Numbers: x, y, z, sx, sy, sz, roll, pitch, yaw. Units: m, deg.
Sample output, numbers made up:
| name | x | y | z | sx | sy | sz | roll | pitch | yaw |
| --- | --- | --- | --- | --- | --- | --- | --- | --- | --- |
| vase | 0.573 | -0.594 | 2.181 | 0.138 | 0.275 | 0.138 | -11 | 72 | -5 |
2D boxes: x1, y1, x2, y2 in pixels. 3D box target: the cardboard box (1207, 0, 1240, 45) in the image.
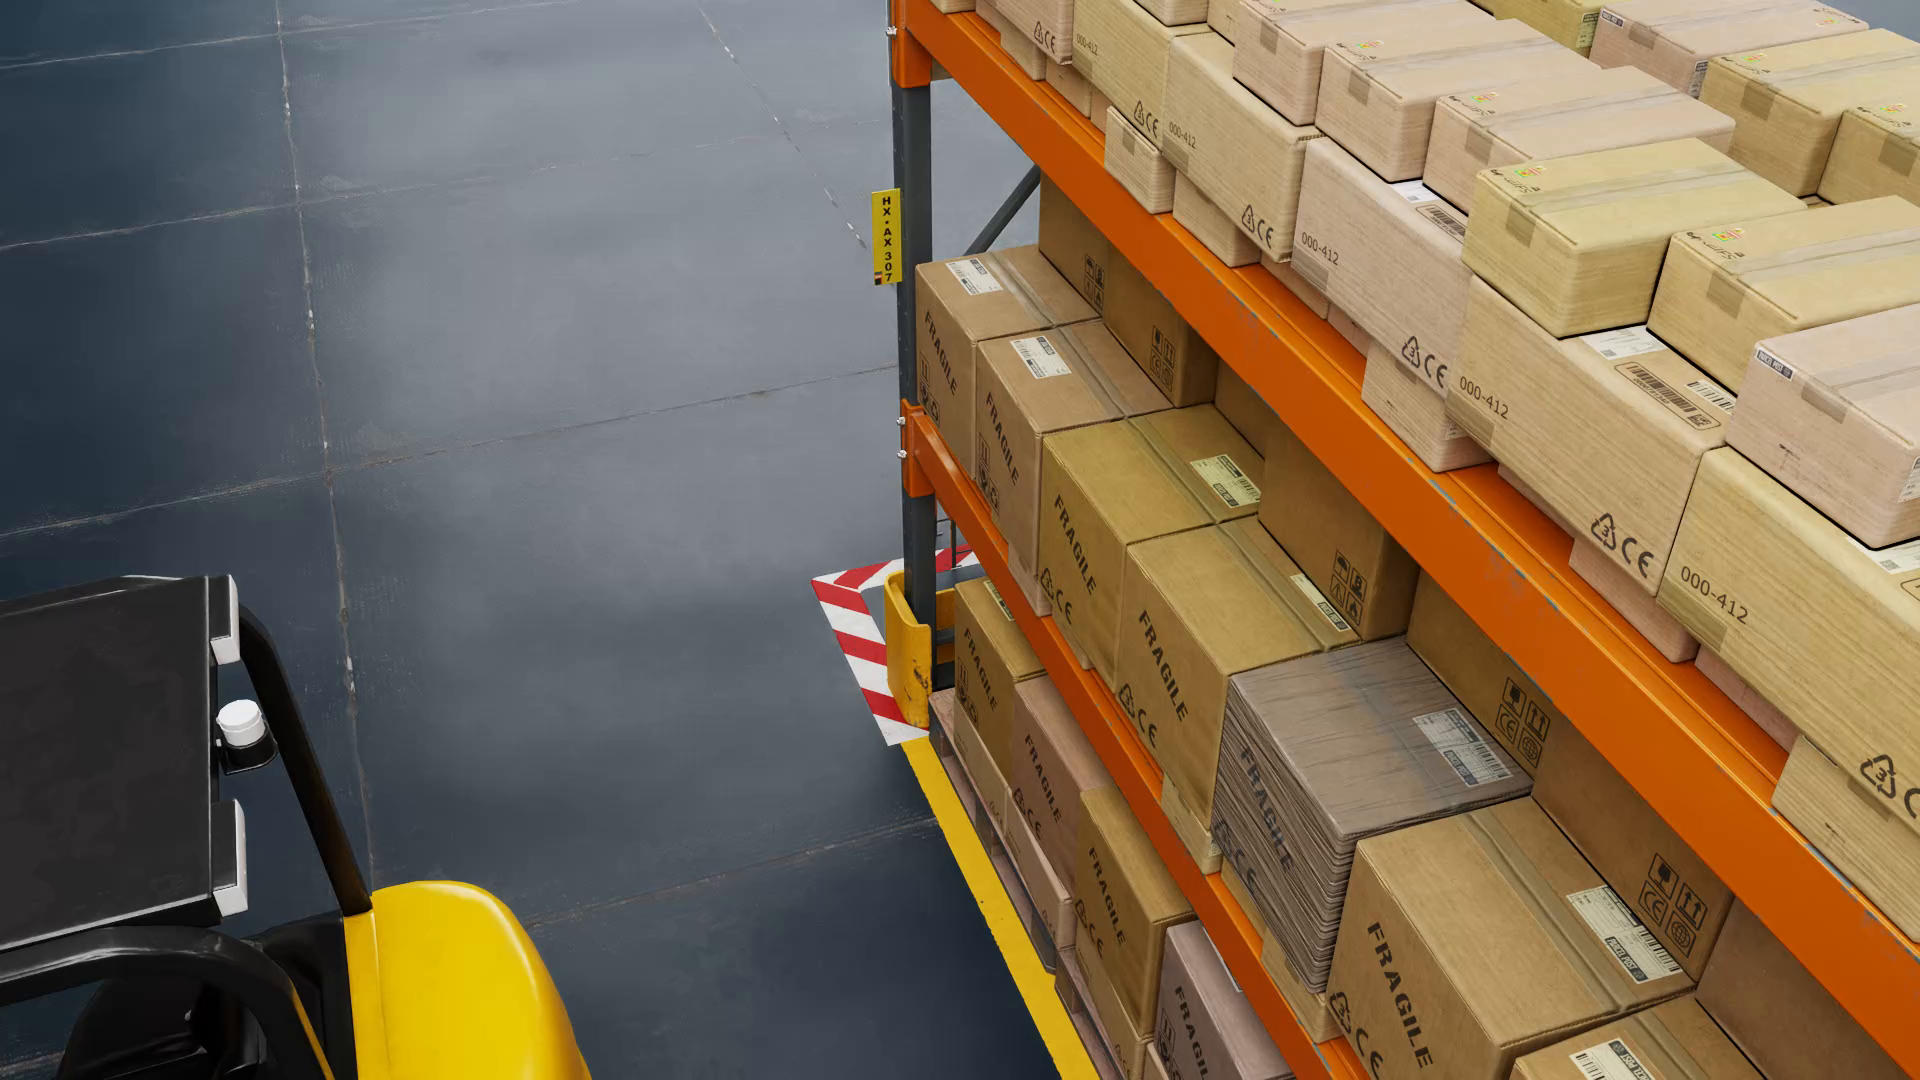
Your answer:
| name | x | y | z | sx | sy | sz | roll | pitch | yaw |
| --- | --- | --- | --- | --- | --- | --- | --- | --- | --- |
| cardboard box | 0.704 | -1.041 | 3.192 | 0.380 | 0.149 | 0.250 | -12 | 39 | -15 |

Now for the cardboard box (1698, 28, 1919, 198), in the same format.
| name | x | y | z | sx | sy | sz | roll | pitch | yaw |
| --- | --- | --- | --- | --- | --- | --- | --- | --- | --- |
| cardboard box | 1.456 | -0.712 | 2.755 | 0.380 | 0.149 | 0.250 | -14 | 39 | -17 |

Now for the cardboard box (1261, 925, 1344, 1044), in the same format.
| name | x | y | z | sx | sy | sz | roll | pitch | yaw |
| --- | --- | --- | --- | --- | --- | --- | --- | --- | --- |
| cardboard box | 0.906 | 0.934 | 3.726 | 0.380 | 0.149 | 0.250 | -13 | 39 | -17 |

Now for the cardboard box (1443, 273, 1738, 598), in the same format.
| name | x | y | z | sx | sy | sz | roll | pitch | yaw |
| --- | --- | --- | --- | --- | --- | --- | --- | --- | --- |
| cardboard box | 1.076 | -0.211 | 2.421 | 0.500 | 0.250 | 0.500 | -13 | 39 | -17 |

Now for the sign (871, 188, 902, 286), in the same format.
| name | x | y | z | sx | sy | sz | roll | pitch | yaw |
| --- | --- | --- | --- | --- | --- | --- | --- | --- | --- |
| sign | -0.230 | -0.968 | 5.322 | 0.100 | 0.325 | 0.005 | -12 | 39 | -16 |

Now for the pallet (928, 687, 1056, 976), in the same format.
| name | x | y | z | sx | sy | sz | roll | pitch | yaw |
| --- | --- | --- | --- | --- | --- | --- | --- | --- | --- |
| pallet | 0.552 | 0.889 | 5.895 | 1.003 | 0.211 | 1.213 | -12 | 39 | -16 |

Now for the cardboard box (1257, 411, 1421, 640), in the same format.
| name | x | y | z | sx | sy | sz | roll | pitch | yaw |
| --- | --- | --- | --- | --- | --- | --- | --- | --- | --- |
| cardboard box | 1.140 | -0.184 | 3.840 | 0.700 | 0.500 | 0.500 | -13 | 39 | -16 |

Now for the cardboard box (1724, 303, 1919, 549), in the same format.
| name | x | y | z | sx | sy | sz | roll | pitch | yaw |
| --- | --- | --- | --- | --- | --- | --- | --- | --- | --- |
| cardboard box | 1.180 | -0.156 | 2.017 | 0.380 | 0.149 | 0.250 | -13 | 39 | -17 |

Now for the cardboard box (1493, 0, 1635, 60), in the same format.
| name | x | y | z | sx | sy | sz | roll | pitch | yaw |
| --- | --- | --- | --- | --- | --- | --- | --- | --- | --- |
| cardboard box | 1.241 | -0.998 | 3.134 | 0.380 | 0.149 | 0.250 | -12 | 39 | -15 |

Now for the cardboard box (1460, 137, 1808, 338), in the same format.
| name | x | y | z | sx | sy | sz | roll | pitch | yaw |
| --- | --- | --- | --- | --- | --- | --- | --- | --- | --- |
| cardboard box | 0.962 | -0.441 | 2.395 | 0.380 | 0.149 | 0.250 | -11 | 38 | -15 |

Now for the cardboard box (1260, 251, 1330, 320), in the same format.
| name | x | y | z | sx | sy | sz | roll | pitch | yaw |
| --- | --- | --- | --- | --- | --- | --- | --- | --- | --- |
| cardboard box | 0.818 | -0.581 | 3.243 | 0.380 | 0.149 | 0.250 | -13 | 39 | -16 |

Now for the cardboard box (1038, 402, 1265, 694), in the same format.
| name | x | y | z | sx | sy | sz | roll | pitch | yaw |
| --- | --- | --- | --- | --- | --- | --- | --- | --- | --- |
| cardboard box | 0.540 | 0.012 | 4.411 | 0.500 | 0.500 | 0.500 | -13 | 39 | -17 |

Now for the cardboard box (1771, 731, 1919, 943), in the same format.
| name | x | y | z | sx | sy | sz | roll | pitch | yaw |
| --- | --- | --- | --- | --- | --- | --- | --- | --- | --- |
| cardboard box | 1.260 | 0.312 | 2.058 | 0.380 | 0.149 | 0.250 | -12 | 39 | -16 |

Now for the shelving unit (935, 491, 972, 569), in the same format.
| name | x | y | z | sx | sy | sz | roll | pitch | yaw |
| --- | --- | --- | --- | --- | --- | --- | --- | --- | --- |
| shelving unit | 0.018 | -0.389 | 6.894 | 0.215 | 1.050 | 0.252 | -12 | 39 | -16 |

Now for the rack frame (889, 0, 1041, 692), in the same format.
| name | x | y | z | sx | sy | sz | roll | pitch | yaw |
| --- | --- | --- | --- | --- | --- | --- | --- | --- | --- |
| rack frame | 0.279 | -0.734 | 5.732 | 1.000 | 3.000 | 0.127 | -12 | 39 | -16 |

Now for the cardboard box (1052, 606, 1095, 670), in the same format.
| name | x | y | z | sx | sy | sz | roll | pitch | yaw |
| --- | --- | --- | --- | --- | --- | --- | --- | --- | --- |
| cardboard box | 0.482 | 0.199 | 4.701 | 0.380 | 0.149 | 0.250 | -11 | 38 | -15 |

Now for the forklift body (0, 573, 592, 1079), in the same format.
| name | x | y | z | sx | sy | sz | roll | pitch | yaw |
| --- | --- | --- | --- | --- | --- | --- | --- | --- | --- |
| forklift body | -2.015 | 1.328 | 3.699 | 2.313 | 2.155 | 1.214 | -12 | 39 | -16 |

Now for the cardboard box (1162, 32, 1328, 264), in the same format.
| name | x | y | z | sx | sy | sz | roll | pitch | yaw |
| --- | --- | --- | --- | --- | --- | --- | --- | --- | --- |
| cardboard box | 0.725 | -0.785 | 3.184 | 0.500 | 0.250 | 0.500 | -12 | 39 | -15 |

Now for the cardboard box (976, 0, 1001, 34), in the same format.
| name | x | y | z | sx | sy | sz | roll | pitch | yaw |
| --- | --- | --- | --- | --- | --- | --- | --- | --- | --- |
| cardboard box | 0.263 | -1.448 | 4.394 | 0.380 | 0.149 | 0.250 | -14 | 39 | -17 |

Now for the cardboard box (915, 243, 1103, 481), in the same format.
| name | x | y | z | sx | sy | sz | roll | pitch | yaw |
| --- | --- | --- | --- | --- | --- | --- | --- | --- | --- |
| cardboard box | 0.182 | -0.568 | 5.181 | 0.500 | 0.500 | 0.500 | -13 | 39 | -17 |

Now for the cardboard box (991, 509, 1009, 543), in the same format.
| name | x | y | z | sx | sy | sz | roll | pitch | yaw |
| --- | --- | --- | --- | --- | --- | --- | --- | --- | --- |
| cardboard box | 0.317 | -0.093 | 5.089 | 0.380 | 0.149 | 0.250 | -14 | 39 | -17 |

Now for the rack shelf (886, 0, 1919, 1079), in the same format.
| name | x | y | z | sx | sy | sz | roll | pitch | yaw |
| --- | --- | --- | --- | --- | --- | --- | --- | --- | --- |
| rack shelf | 0.967 | -0.515 | 3.546 | 1.077 | 0.370 | 4.000 | -12 | 39 | -16 |

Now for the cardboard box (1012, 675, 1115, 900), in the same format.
| name | x | y | z | sx | sy | sz | roll | pitch | yaw |
| --- | --- | --- | --- | --- | --- | --- | --- | --- | --- |
| cardboard box | 0.490 | 0.717 | 5.117 | 0.500 | 0.500 | 0.500 | -14 | 39 | -18 |

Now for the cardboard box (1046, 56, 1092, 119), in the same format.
| name | x | y | z | sx | sy | sz | roll | pitch | yaw |
| --- | --- | --- | --- | --- | --- | --- | --- | --- | --- |
| cardboard box | 0.430 | -1.156 | 4.007 | 0.380 | 0.149 | 0.250 | -13 | 39 | -16 |

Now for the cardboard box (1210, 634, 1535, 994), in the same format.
| name | x | y | z | sx | sy | sz | roll | pitch | yaw |
| --- | --- | --- | --- | --- | --- | --- | --- | --- | --- |
| cardboard box | 0.903 | 0.586 | 3.649 | 0.500 | 0.500 | 0.500 | -11 | 38 | -15 |

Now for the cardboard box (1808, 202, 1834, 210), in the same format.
| name | x | y | z | sx | sy | sz | roll | pitch | yaw |
| --- | --- | --- | --- | --- | --- | --- | --- | --- | --- |
| cardboard box | 1.575 | -0.326 | 2.574 | 0.500 | 0.250 | 0.500 | -13 | 39 | -16 |

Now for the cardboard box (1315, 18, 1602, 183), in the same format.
| name | x | y | z | sx | sy | sz | roll | pitch | yaw |
| --- | --- | --- | --- | --- | --- | --- | --- | --- | --- |
| cardboard box | 0.832 | -0.744 | 2.797 | 0.380 | 0.149 | 0.250 | -12 | 39 | -15 |

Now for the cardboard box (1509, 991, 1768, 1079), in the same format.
| name | x | y | z | sx | sy | sz | roll | pitch | yaw |
| --- | --- | --- | --- | --- | --- | --- | --- | --- | --- |
| cardboard box | 1.269 | 1.167 | 2.877 | 0.500 | 0.500 | 0.500 | -13 | 39 | -17 |

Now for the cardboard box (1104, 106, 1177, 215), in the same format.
| name | x | y | z | sx | sy | sz | roll | pitch | yaw |
| --- | --- | --- | --- | --- | --- | --- | --- | --- | --- |
| cardboard box | 0.537 | -0.848 | 3.599 | 0.380 | 0.149 | 0.250 | -12 | 39 | -15 |

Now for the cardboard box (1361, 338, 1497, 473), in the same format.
| name | x | y | z | sx | sy | sz | roll | pitch | yaw |
| --- | --- | --- | --- | --- | --- | --- | --- | --- | --- |
| cardboard box | 0.920 | -0.272 | 2.833 | 0.380 | 0.149 | 0.250 | -11 | 38 | -15 |

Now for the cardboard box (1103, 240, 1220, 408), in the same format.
| name | x | y | z | sx | sy | sz | roll | pitch | yaw |
| --- | --- | --- | --- | --- | --- | --- | --- | --- | --- |
| cardboard box | 0.827 | -0.762 | 4.607 | 0.700 | 0.500 | 0.500 | -12 | 39 | -16 |

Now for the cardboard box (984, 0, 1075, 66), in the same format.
| name | x | y | z | sx | sy | sz | roll | pitch | yaw |
| --- | --- | --- | --- | --- | --- | --- | --- | --- | --- |
| cardboard box | 0.366 | -1.366 | 3.954 | 0.500 | 0.250 | 0.500 | -13 | 39 | -17 |

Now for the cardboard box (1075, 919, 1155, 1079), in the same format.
| name | x | y | z | sx | sy | sz | roll | pitch | yaw |
| --- | --- | --- | --- | --- | --- | --- | --- | --- | --- |
| cardboard box | 0.665 | 1.305 | 4.961 | 0.500 | 0.250 | 0.500 | -10 | 38 | -13 |

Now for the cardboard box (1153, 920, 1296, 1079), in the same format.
| name | x | y | z | sx | sy | sz | roll | pitch | yaw |
| --- | --- | --- | --- | --- | --- | --- | --- | --- | --- |
| cardboard box | 0.847 | 1.303 | 4.340 | 0.500 | 0.500 | 0.500 | -10 | 38 | -14 |

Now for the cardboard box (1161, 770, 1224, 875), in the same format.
| name | x | y | z | sx | sy | sz | roll | pitch | yaw |
| --- | --- | --- | --- | --- | --- | --- | --- | --- | --- |
| cardboard box | 0.724 | 0.645 | 4.109 | 0.380 | 0.149 | 0.250 | -12 | 39 | -16 |

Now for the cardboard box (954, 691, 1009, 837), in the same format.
| name | x | y | z | sx | sy | sz | roll | pitch | yaw |
| --- | --- | --- | --- | --- | --- | --- | --- | --- | --- |
| cardboard box | 0.297 | 0.709 | 5.752 | 0.500 | 0.250 | 0.500 | -13 | 39 | -16 |

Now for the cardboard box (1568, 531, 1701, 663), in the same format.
| name | x | y | z | sx | sy | sz | roll | pitch | yaw |
| --- | --- | --- | --- | --- | --- | --- | --- | --- | --- |
| cardboard box | 1.146 | 0.012 | 2.456 | 0.380 | 0.149 | 0.250 | -12 | 39 | -15 |

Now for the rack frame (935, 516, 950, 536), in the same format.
| name | x | y | z | sx | sy | sz | roll | pitch | yaw |
| --- | --- | --- | --- | --- | --- | --- | --- | --- | --- |
| rack frame | -0.024 | -0.458 | 6.986 | 0.200 | 1.050 | 0.008 | -12 | 39 | -16 |

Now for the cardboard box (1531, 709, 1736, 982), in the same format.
| name | x | y | z | sx | sy | sz | roll | pitch | yaw |
| --- | --- | --- | --- | --- | --- | --- | --- | --- | --- |
| cardboard box | 1.553 | 0.381 | 3.090 | 0.700 | 0.500 | 0.500 | -12 | 39 | -16 |

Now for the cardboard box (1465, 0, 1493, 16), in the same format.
| name | x | y | z | sx | sy | sz | roll | pitch | yaw |
| --- | --- | --- | --- | --- | --- | --- | --- | --- | --- |
| cardboard box | 1.239 | -0.897 | 3.332 | 0.500 | 0.250 | 0.500 | -12 | 39 | -16 |
